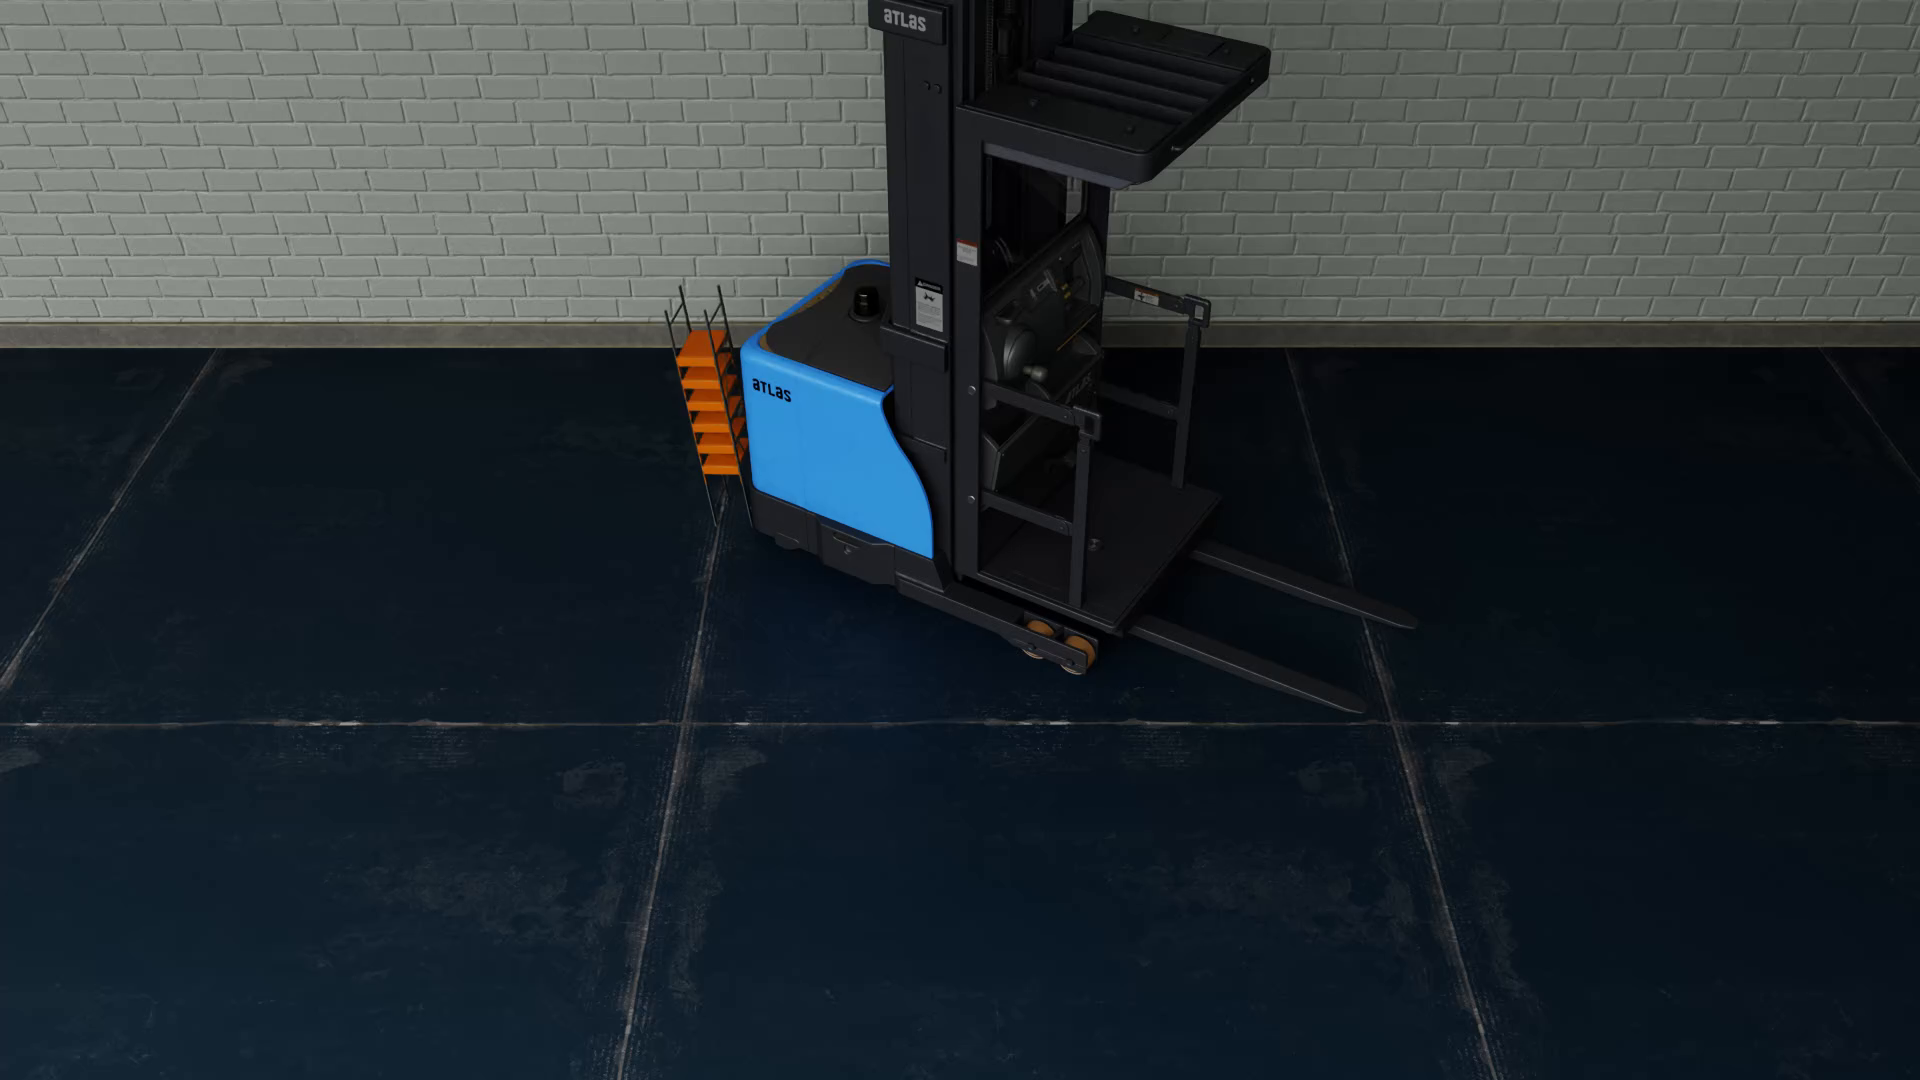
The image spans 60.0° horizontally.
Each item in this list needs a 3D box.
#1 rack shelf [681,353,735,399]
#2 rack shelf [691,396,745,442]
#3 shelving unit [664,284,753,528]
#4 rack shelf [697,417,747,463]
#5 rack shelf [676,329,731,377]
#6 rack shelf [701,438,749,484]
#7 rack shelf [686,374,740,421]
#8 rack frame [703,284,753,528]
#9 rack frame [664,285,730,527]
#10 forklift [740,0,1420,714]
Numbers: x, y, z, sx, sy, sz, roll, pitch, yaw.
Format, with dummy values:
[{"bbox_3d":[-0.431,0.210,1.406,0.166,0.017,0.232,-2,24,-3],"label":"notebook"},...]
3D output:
[{"bbox_3d":[-1.155,-0.762,7.665,0.180,0.103,0.258,1,38,11],"label":"rack shelf"},{"bbox_3d":[-1.131,-0.573,7.812,0.180,0.103,0.258,1,38,11],"label":"rack shelf"},{"bbox_3d":[-1.136,-0.608,7.785,0.189,1.200,0.258,1,38,11],"label":"shelving unit"},{"bbox_3d":[-1.119,-0.479,7.885,0.180,0.103,0.258,1,38,11],"label":"rack shelf"},{"bbox_3d":[-1.167,-0.857,7.592,0.180,0.103,0.258,1,38,11],"label":"rack shelf"},{"bbox_3d":[-1.107,-0.385,7.958,0.180,0.103,0.258,1,38,11],"label":"rack shelf"},{"bbox_3d":[-1.143,-0.668,7.739,0.180,0.103,0.258,1,38,11],"label":"rack shelf"},{"bbox_3d":[-1.046,-0.606,7.767,0.006,1.200,0.240,1,38,11],"label":"rack frame"},{"bbox_3d":[-1.226,-0.610,7.802,0.006,1.200,0.240,1,38,11],"label":"rack frame"},{"bbox_3d":[0.529,-0.939,6.824,3.031,2.935,1.130,21,43,24],"label":"forklift"}]
